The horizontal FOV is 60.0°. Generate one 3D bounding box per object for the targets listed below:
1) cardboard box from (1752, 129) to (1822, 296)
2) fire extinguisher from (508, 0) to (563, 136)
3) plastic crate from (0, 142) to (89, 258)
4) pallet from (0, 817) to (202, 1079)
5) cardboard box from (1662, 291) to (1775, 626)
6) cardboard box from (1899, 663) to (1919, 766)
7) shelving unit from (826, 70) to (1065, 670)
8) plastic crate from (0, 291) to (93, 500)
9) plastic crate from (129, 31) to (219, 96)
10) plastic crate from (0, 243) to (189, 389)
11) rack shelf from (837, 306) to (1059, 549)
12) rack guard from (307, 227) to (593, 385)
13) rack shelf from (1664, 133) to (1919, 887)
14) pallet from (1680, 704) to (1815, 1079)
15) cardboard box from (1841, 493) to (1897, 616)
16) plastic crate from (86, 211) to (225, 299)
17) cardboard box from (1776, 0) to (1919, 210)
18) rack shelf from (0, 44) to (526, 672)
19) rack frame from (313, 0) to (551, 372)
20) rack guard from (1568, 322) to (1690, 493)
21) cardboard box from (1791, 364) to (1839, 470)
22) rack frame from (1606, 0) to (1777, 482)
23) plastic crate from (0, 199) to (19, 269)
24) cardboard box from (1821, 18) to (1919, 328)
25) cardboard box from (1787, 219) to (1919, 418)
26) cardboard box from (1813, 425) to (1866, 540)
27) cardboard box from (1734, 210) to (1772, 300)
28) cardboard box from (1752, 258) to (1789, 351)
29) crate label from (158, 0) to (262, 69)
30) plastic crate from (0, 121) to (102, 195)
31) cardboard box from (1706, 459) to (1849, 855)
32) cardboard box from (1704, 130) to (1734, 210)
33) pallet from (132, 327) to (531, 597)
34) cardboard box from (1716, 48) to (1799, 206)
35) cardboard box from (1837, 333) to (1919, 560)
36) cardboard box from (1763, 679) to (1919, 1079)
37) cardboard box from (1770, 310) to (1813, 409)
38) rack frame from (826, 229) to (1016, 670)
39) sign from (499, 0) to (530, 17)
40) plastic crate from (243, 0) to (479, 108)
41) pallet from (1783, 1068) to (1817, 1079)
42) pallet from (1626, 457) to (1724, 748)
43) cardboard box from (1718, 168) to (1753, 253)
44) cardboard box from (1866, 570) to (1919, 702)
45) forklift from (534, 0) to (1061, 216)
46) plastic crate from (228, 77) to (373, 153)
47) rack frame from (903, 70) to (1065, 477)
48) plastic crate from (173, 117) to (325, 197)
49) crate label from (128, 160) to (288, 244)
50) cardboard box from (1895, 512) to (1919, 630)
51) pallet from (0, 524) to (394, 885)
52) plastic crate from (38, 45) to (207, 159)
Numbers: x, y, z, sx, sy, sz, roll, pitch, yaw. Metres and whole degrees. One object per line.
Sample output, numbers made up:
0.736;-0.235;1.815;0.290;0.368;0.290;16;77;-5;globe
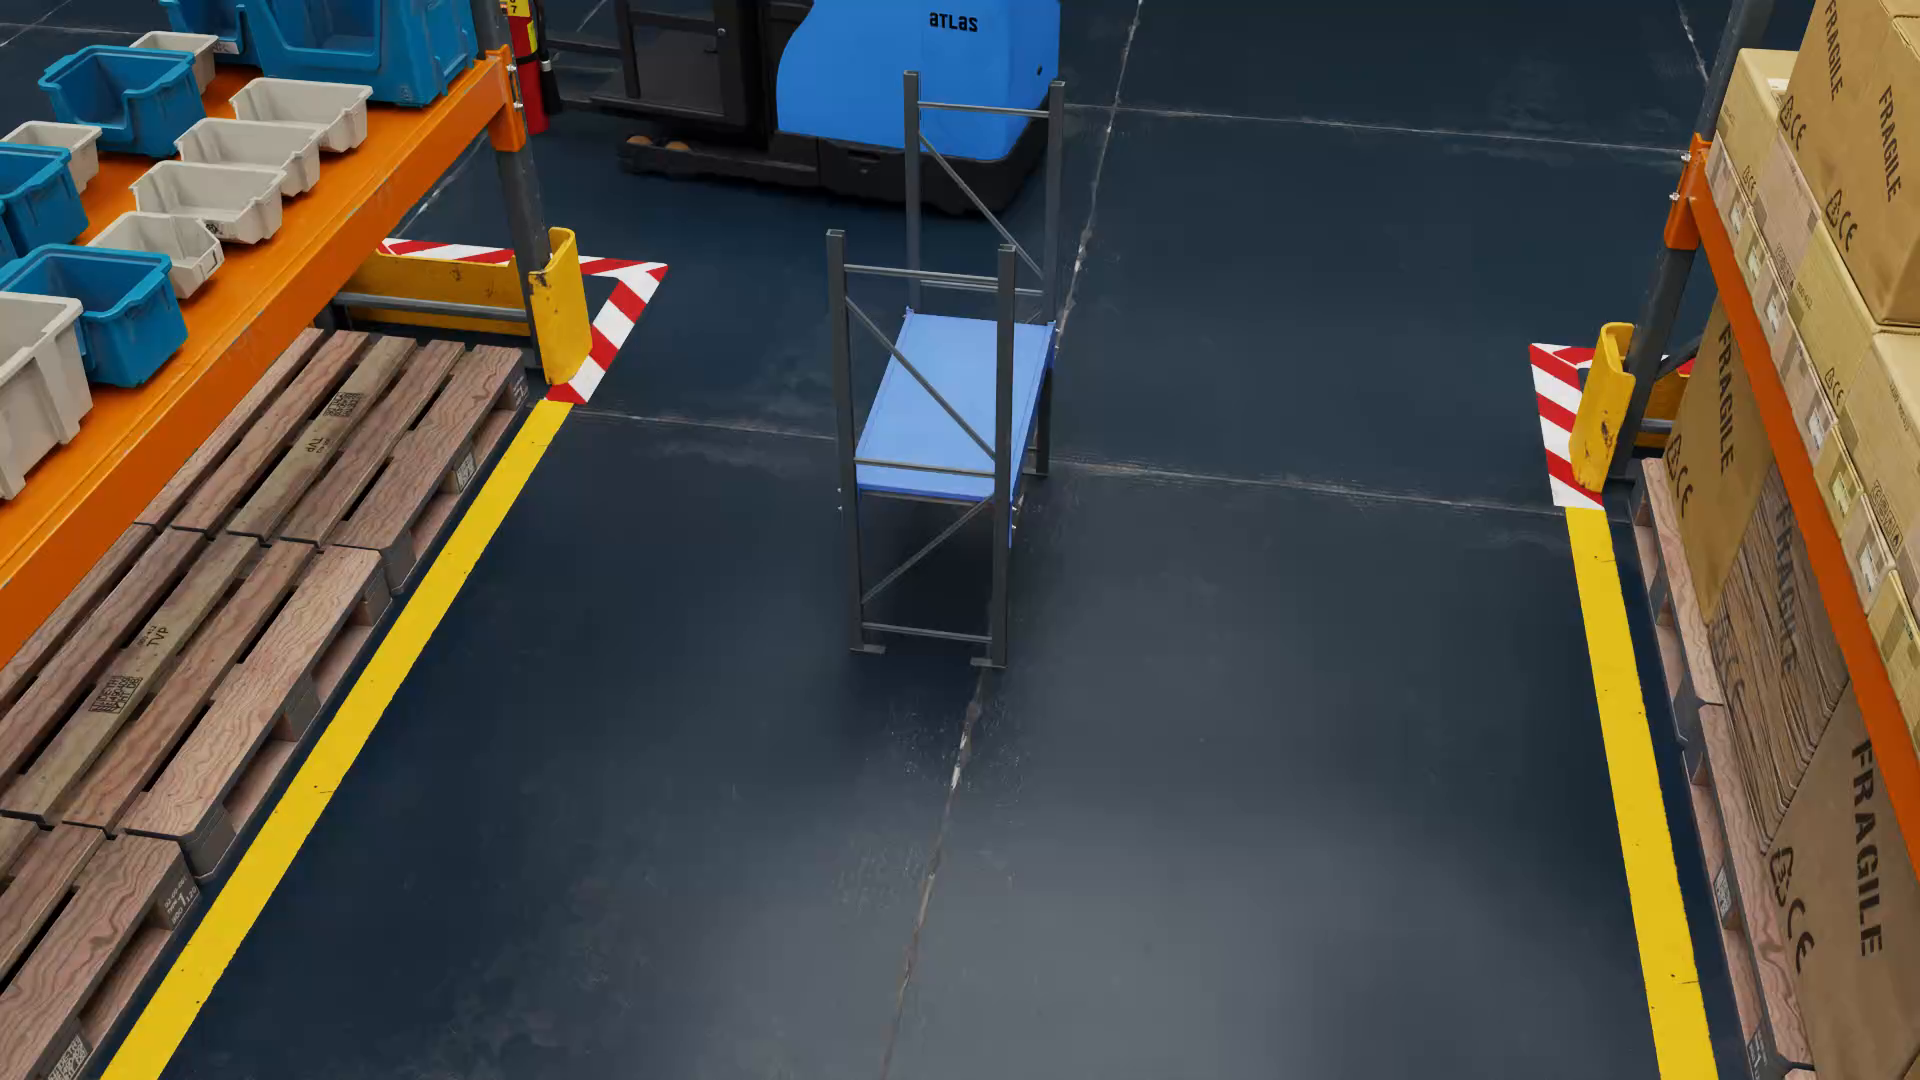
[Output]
2.381;-0.821;4.273;0.500;0.250;0.500;6;40;7;cardboard box
-1.591;-1.780;5.902;0.296;0.674;0.183;6;40;8;fire extinguisher
-2.659;-0.922;4.596;0.416;0.233;0.300;6;40;8;plastic crate
-2.668;1.211;4.120;1.003;0.211;1.213;6;40;8;pallet
2.782;-0.295;5.091;0.875;0.875;0.875;6;40;8;cardboard box
2.029;0.371;3.144;0.380;0.149;0.250;7;40;9;cardboard box
-0.015;-0.524;5.207;0.538;1.500;1.048;6;40;8;shelving unit
-2.311;-0.314;3.821;0.437;0.282;0.530;6;40;8;plastic crate
-2.569;-1.519;5.393;0.250;0.136;0.298;6;40;8;plastic crate
-2.167;-0.550;4.145;0.416;0.233;0.300;6;40;8;plastic crate
-0.015;-0.386;5.322;0.538;0.185;1.000;6;40;8;rack shelf
-2.073;-0.962;6.521;1.175;0.500;0.348;6;40;8;rack guard
2.468;0.170;3.755;1.077;0.370;4.000;6;40;8;rack shelf
2.539;0.986;4.392;1.003;0.211;1.213;6;40;8;pallet
2.119;0.051;3.531;0.380;0.149;0.250;7;40;8;cardboard box
-2.149;-0.753;4.466;0.298;0.136;0.250;6;40;8;plastic crate
2.378;-1.123;4.050;0.500;0.500;0.500;5;40;7;cardboard box
-2.411;-0.376;4.415;1.077;0.370;4.000;6;40;8;rack shelf
-2.065;-1.909;5.704;1.000;3.000;0.127;6;40;8;rack frame
2.818;-0.414;5.859;1.175;0.500;0.348;6;40;8;rack guard
2.207;-0.272;3.922;0.380;0.149;0.250;6;40;7;cardboard box
2.814;-1.362;5.044;1.000;3.000;0.127;6;40;8;rack frame
-2.711;-0.734;4.368;0.416;0.233;0.300;6;40;8;plastic crate
2.294;-0.797;3.656;0.500;0.500;0.500;5;40;6;cardboard box
2.291;-0.506;3.892;0.500;0.250;0.500;5;40;6;cardboard box
2.162;-0.114;3.731;0.380;0.149;0.250;5;40;7;cardboard box
2.340;-0.757;4.509;0.380;0.149;0.250;6;40;7;cardboard box
2.296;-0.593;4.311;0.380;0.149;0.250;6;40;7;cardboard box
-2.432;-1.748;5.595;0.416;0.233;0.303;6;40;8;crate label
-2.686;-1.093;4.878;0.250;0.136;0.298;6;40;8;plastic crate
2.624;0.276;4.400;0.875;0.875;0.875;6;40;8;cardboard box
2.427;-1.079;4.898;0.380;0.149;0.250;7;40;8;cardboard box
-2.246;-0.321;5.972;1.003;0.211;1.213;6;40;8;pallet
2.465;-1.148;4.668;0.500;0.250;0.500;5;40;6;cardboard box
2.206;-0.178;3.495;0.500;0.250;0.500;6;40;7;cardboard box
2.470;0.835;3.724;0.875;0.875;0.875;6;40;8;cardboard box
2.251;-0.434;4.118;0.380;0.149;0.250;6;40;7;cardboard box
-0.103;-0.205;4.821;0.500;1.500;0.032;6;40;8;rack frame
-1.520;-1.921;5.591;0.100;0.325;0.005;6;40;8;sign
-1.939;-1.715;5.395;0.616;0.435;0.499;6;40;8;plastic crate
2.330;1.754;3.463;1.003;0.211;1.213;6;40;8;pallet
2.752;0.223;5.315;1.003;0.211;1.213;6;40;8;pallet
2.384;-0.918;4.703;0.380;0.149;0.250;6;40;7;cardboard box
2.074;0.211;3.338;0.380;0.149;0.250;6;40;7;cardboard box
-1.095;-3.132;7.237;3.031;2.935;1.130;11;41;13;forklift
-2.027;-1.298;5.126;0.396;0.136;0.243;6;40;8;plastic crate
0.073;-0.844;5.593;0.500;1.500;0.032;6;40;8;rack frame
-2.092;-1.118;4.908;0.396;0.136;0.243;6;40;8;plastic crate
-2.116;-0.941;4.693;0.396;0.136;0.243;6;40;8;crate label
2.115;0.140;3.111;0.500;0.250;0.500;7;40;9;cardboard box
-2.459;0.443;5.049;1.003;0.211;1.213;6;40;8;pallet
-2.546;-1.335;5.095;0.416;0.233;0.300;6;40;8;plastic crate
